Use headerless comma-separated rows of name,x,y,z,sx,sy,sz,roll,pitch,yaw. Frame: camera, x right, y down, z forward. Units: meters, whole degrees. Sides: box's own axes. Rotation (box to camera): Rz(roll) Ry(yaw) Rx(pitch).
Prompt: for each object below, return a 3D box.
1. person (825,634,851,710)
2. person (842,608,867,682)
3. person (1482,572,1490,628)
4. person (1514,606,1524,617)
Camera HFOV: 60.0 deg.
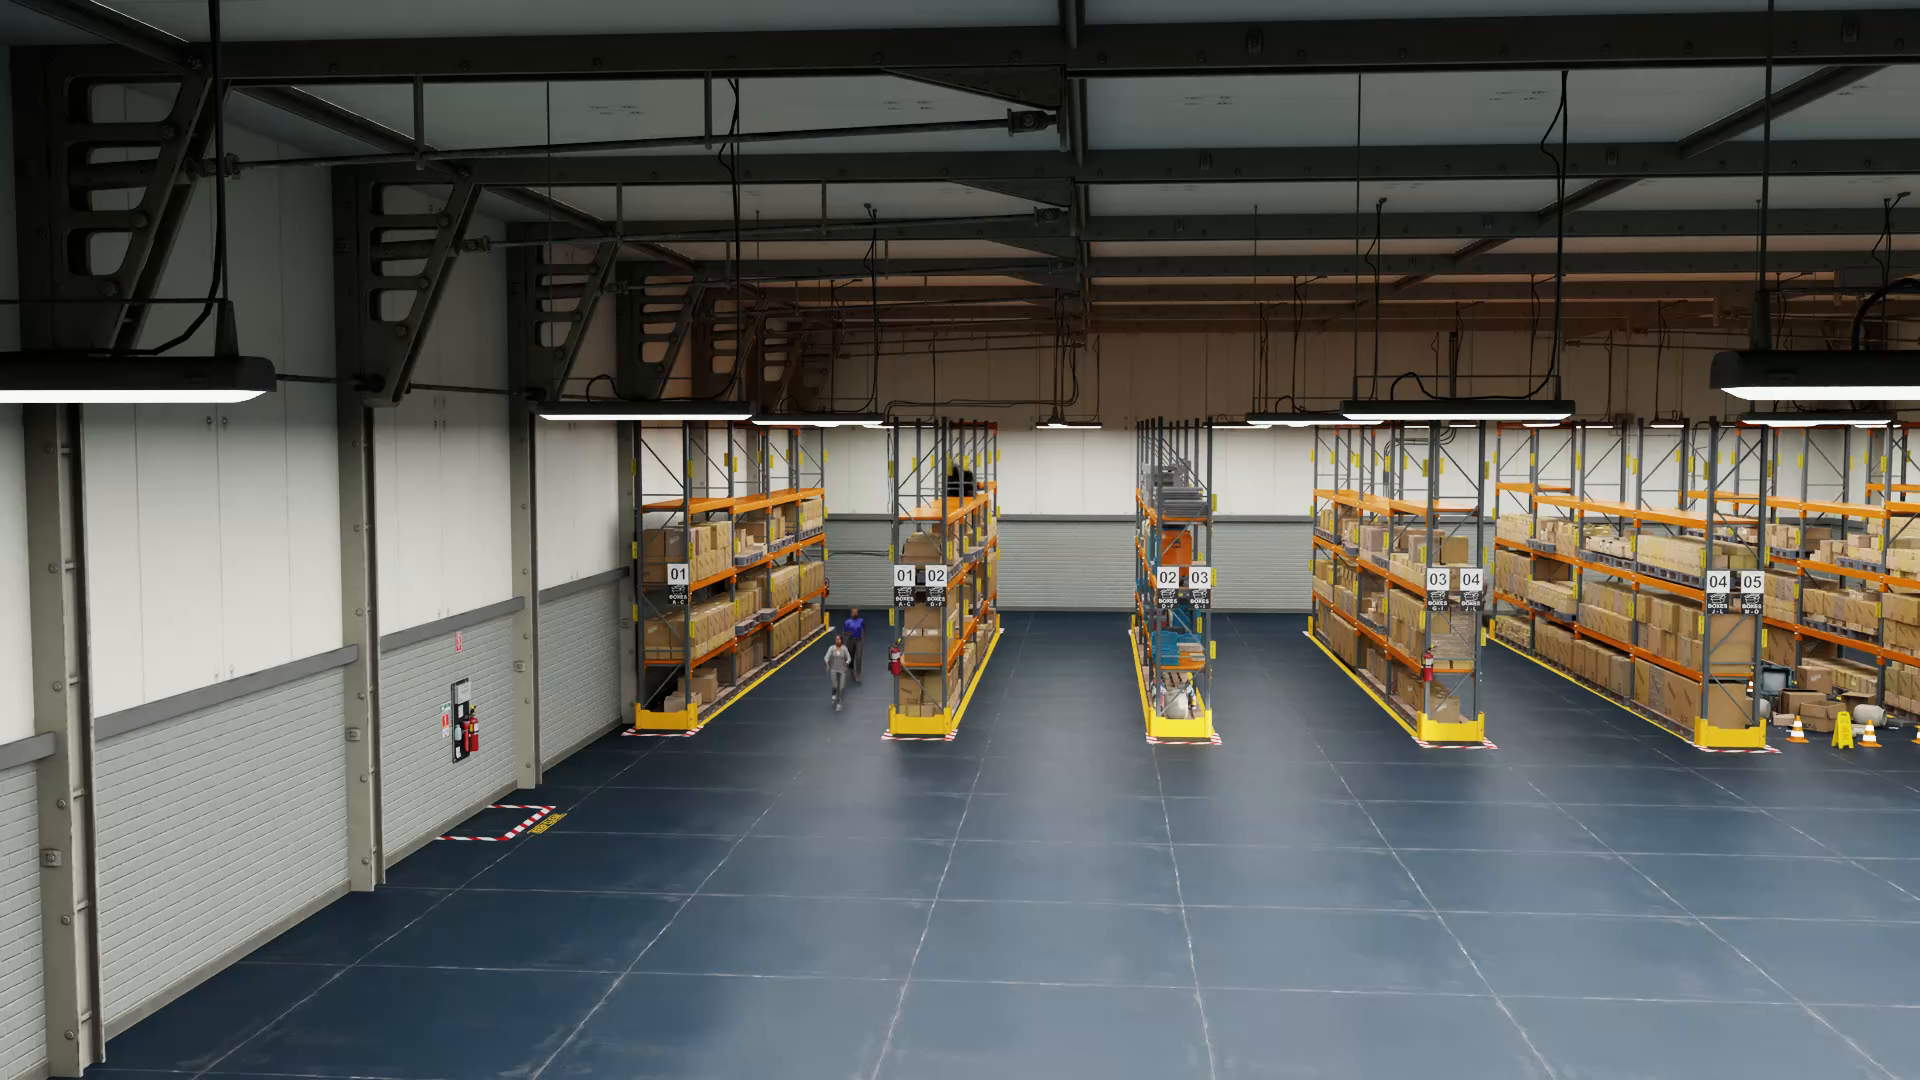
person,-2.506,2.721,34.178,0.541,1.562,0.544,0,4,-7
person,-2.417,2.387,38.211,0.579,1.657,0.923,-1,4,-9
person,14.728,1.770,47.127,0.920,1.784,0.714,-1,4,-16
person,16.028,1.812,47.494,0.700,1.631,0.567,-4,5,-44
